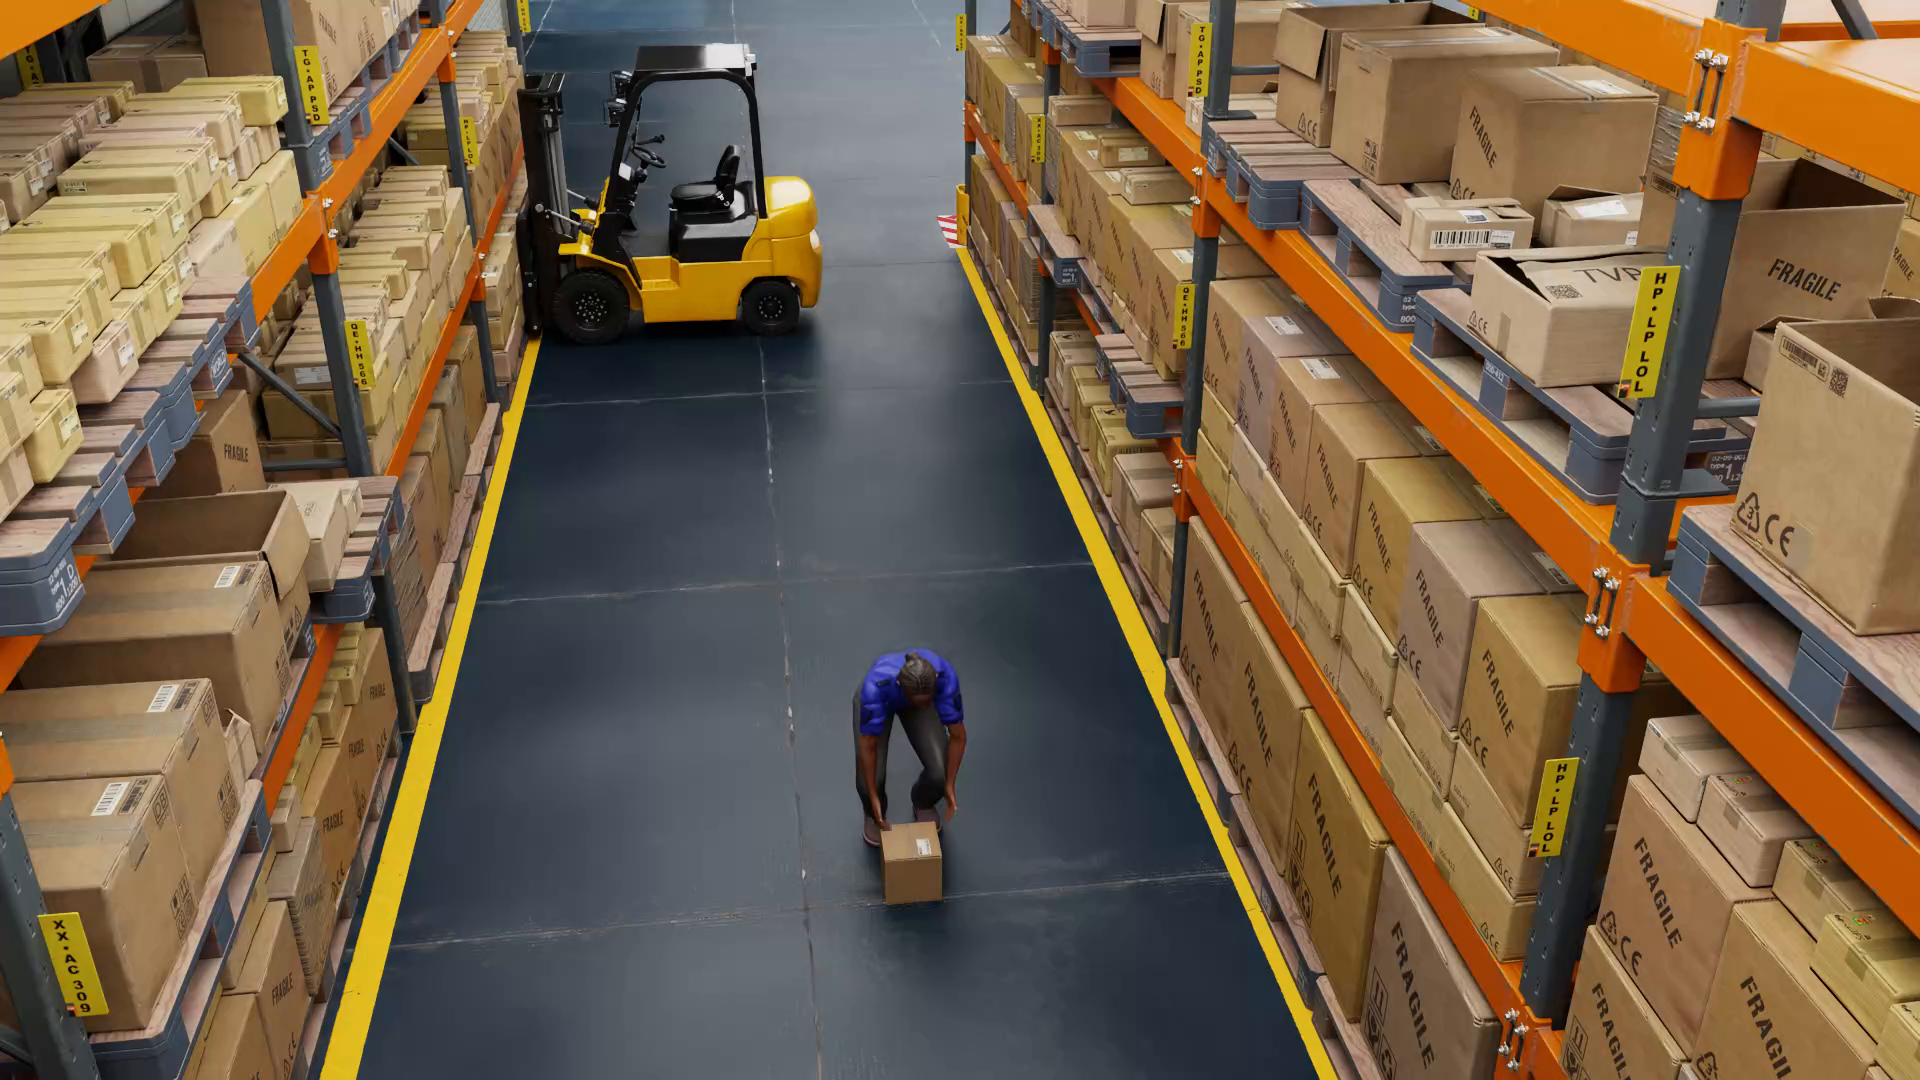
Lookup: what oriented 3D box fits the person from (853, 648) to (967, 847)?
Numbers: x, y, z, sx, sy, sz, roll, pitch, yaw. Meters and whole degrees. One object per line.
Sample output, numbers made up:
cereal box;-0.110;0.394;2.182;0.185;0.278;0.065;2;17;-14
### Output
person;-0.237;0.878;7.533;0.494;1.106;0.748;-4;28;-7
